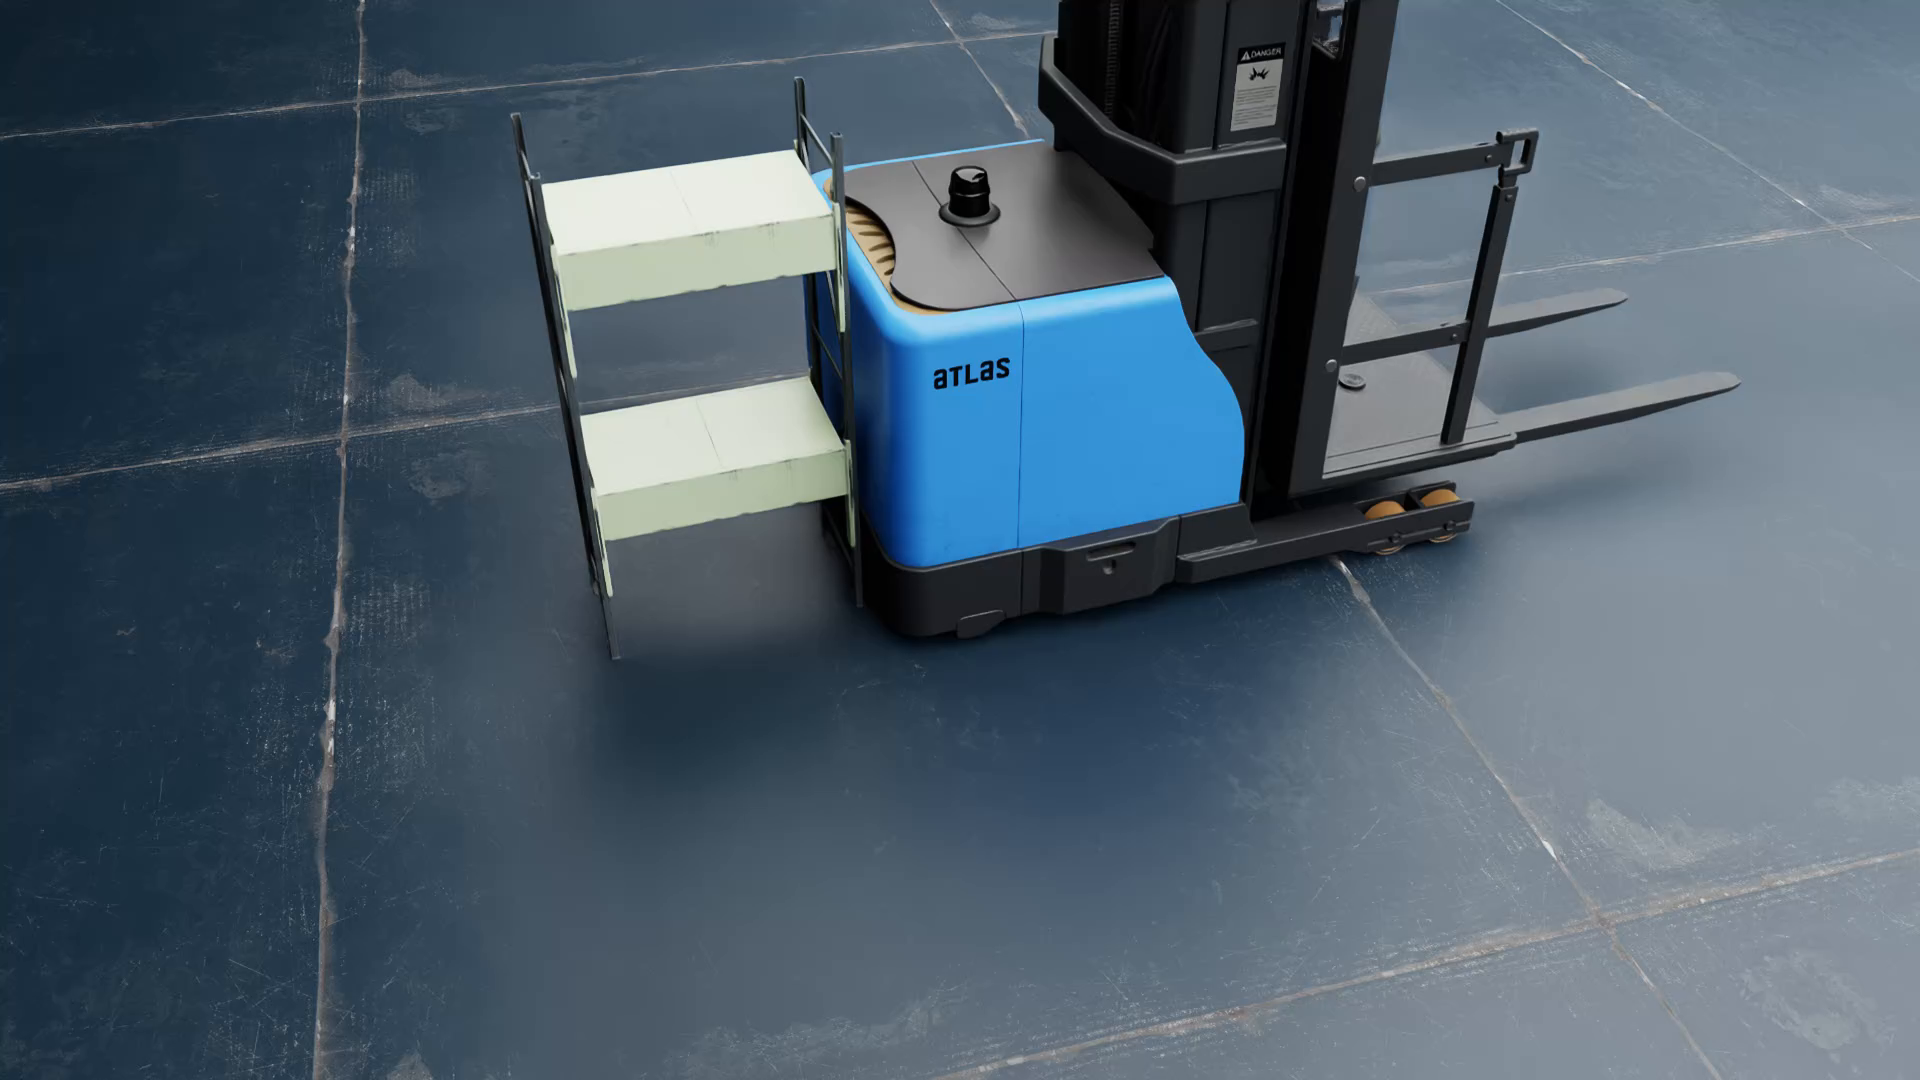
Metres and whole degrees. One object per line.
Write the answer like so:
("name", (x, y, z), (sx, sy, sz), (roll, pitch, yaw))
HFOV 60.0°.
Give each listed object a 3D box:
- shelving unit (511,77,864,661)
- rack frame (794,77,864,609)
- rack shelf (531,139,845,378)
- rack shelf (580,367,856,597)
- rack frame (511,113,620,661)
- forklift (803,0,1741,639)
("shelving unit", (-0.709, -0.435, 4.584), (0.755, 1.500, 0.431), (-12, 39, -15))
("rack frame", (-0.363, -0.507, 4.678), (0.023, 1.500, 0.400), (-12, 39, -15))
("rack shelf", (-0.709, -0.745, 4.347), (0.720, 0.370, 0.431), (-12, 39, -15))
("rack shelf", (-0.709, -0.176, 4.782), (0.720, 0.370, 0.431), (-12, 39, -15))
("rack frame", (-1.056, -0.363, 4.491), (0.023, 1.500, 0.400), (-12, 39, -15))
("forklift", (1.082, -1.411, 4.682), (3.031, 2.935, 1.130), (-12, 39, -15))
